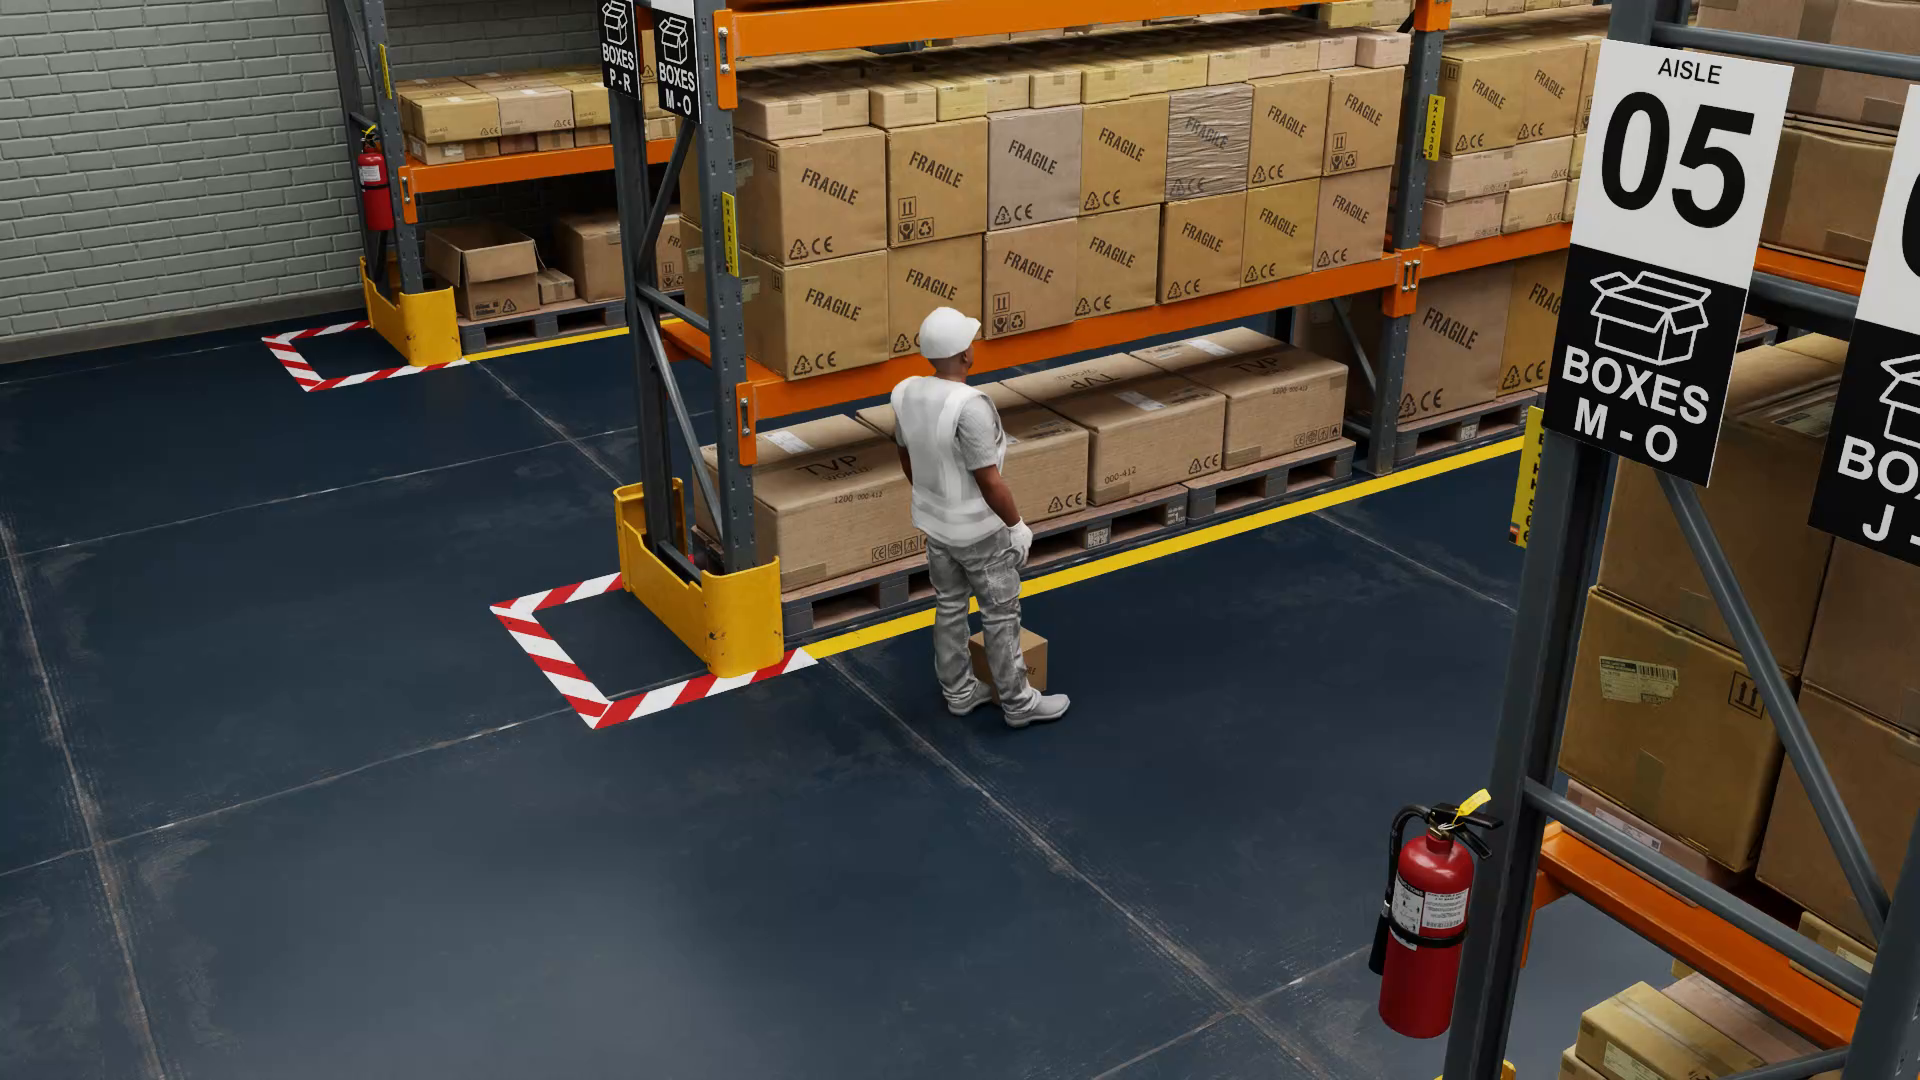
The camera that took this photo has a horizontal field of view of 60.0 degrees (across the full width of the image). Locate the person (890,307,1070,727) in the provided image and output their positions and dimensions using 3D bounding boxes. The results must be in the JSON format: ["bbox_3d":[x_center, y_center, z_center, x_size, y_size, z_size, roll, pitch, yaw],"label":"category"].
[{"bbox_3d":[0.073,-0.098,6.773,0.574,1.785,0.655,-20,31,-36],"label":"person"}]
